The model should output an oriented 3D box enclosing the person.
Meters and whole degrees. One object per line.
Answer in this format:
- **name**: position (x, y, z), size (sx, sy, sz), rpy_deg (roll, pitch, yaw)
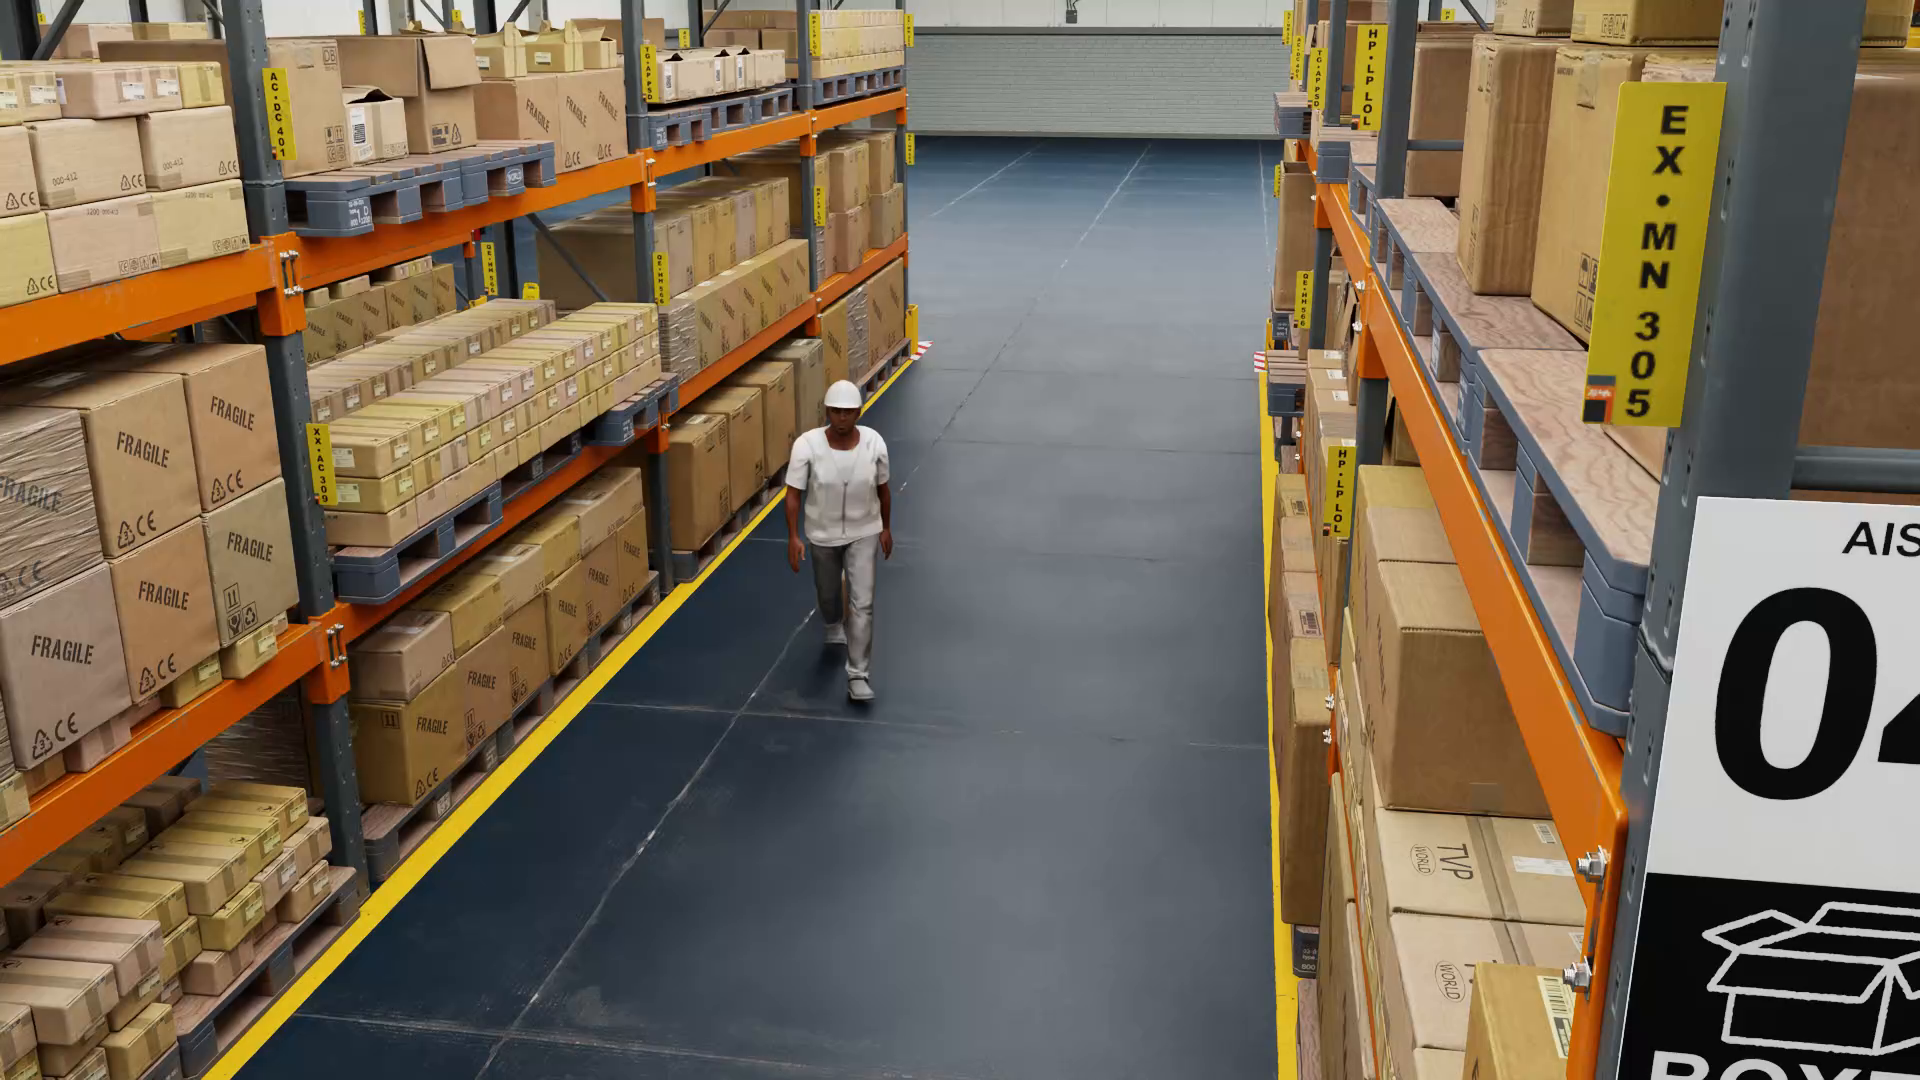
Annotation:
- **person**: position (-0.663, -0.045, 9.189), size (0.597, 1.725, 1.045), rpy_deg (-2, 18, -6)
